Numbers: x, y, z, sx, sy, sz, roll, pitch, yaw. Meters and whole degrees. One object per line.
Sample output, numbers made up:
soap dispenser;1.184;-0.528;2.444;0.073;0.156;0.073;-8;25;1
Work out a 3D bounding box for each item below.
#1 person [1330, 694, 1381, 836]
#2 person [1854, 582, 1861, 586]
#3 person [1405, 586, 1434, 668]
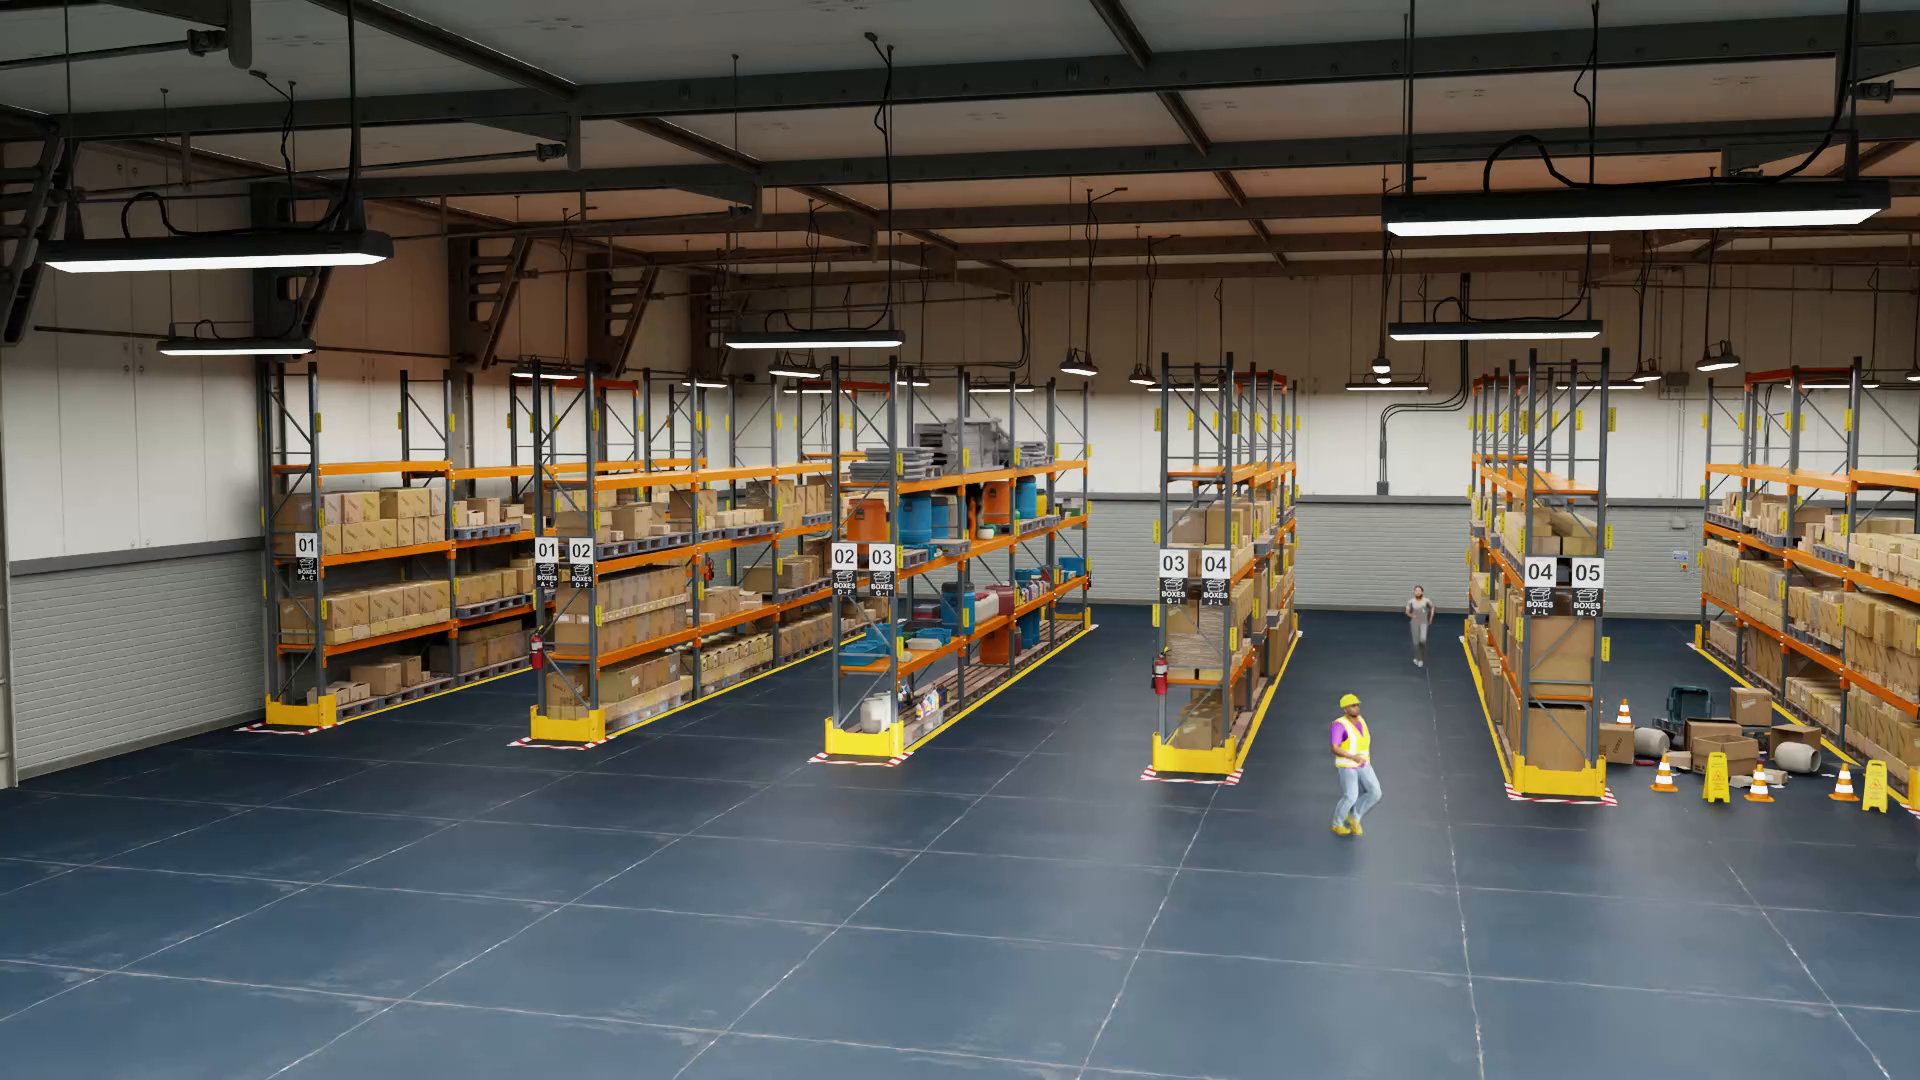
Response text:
person;4.771;2.722;20.085;0.712;1.729;0.639;-3;5;-35
person;18.077;1.722;33.584;0.704;1.761;1.049;1;4;8
person;9.446;1.778;34.199;0.569;1.684;0.681;1;4;19
